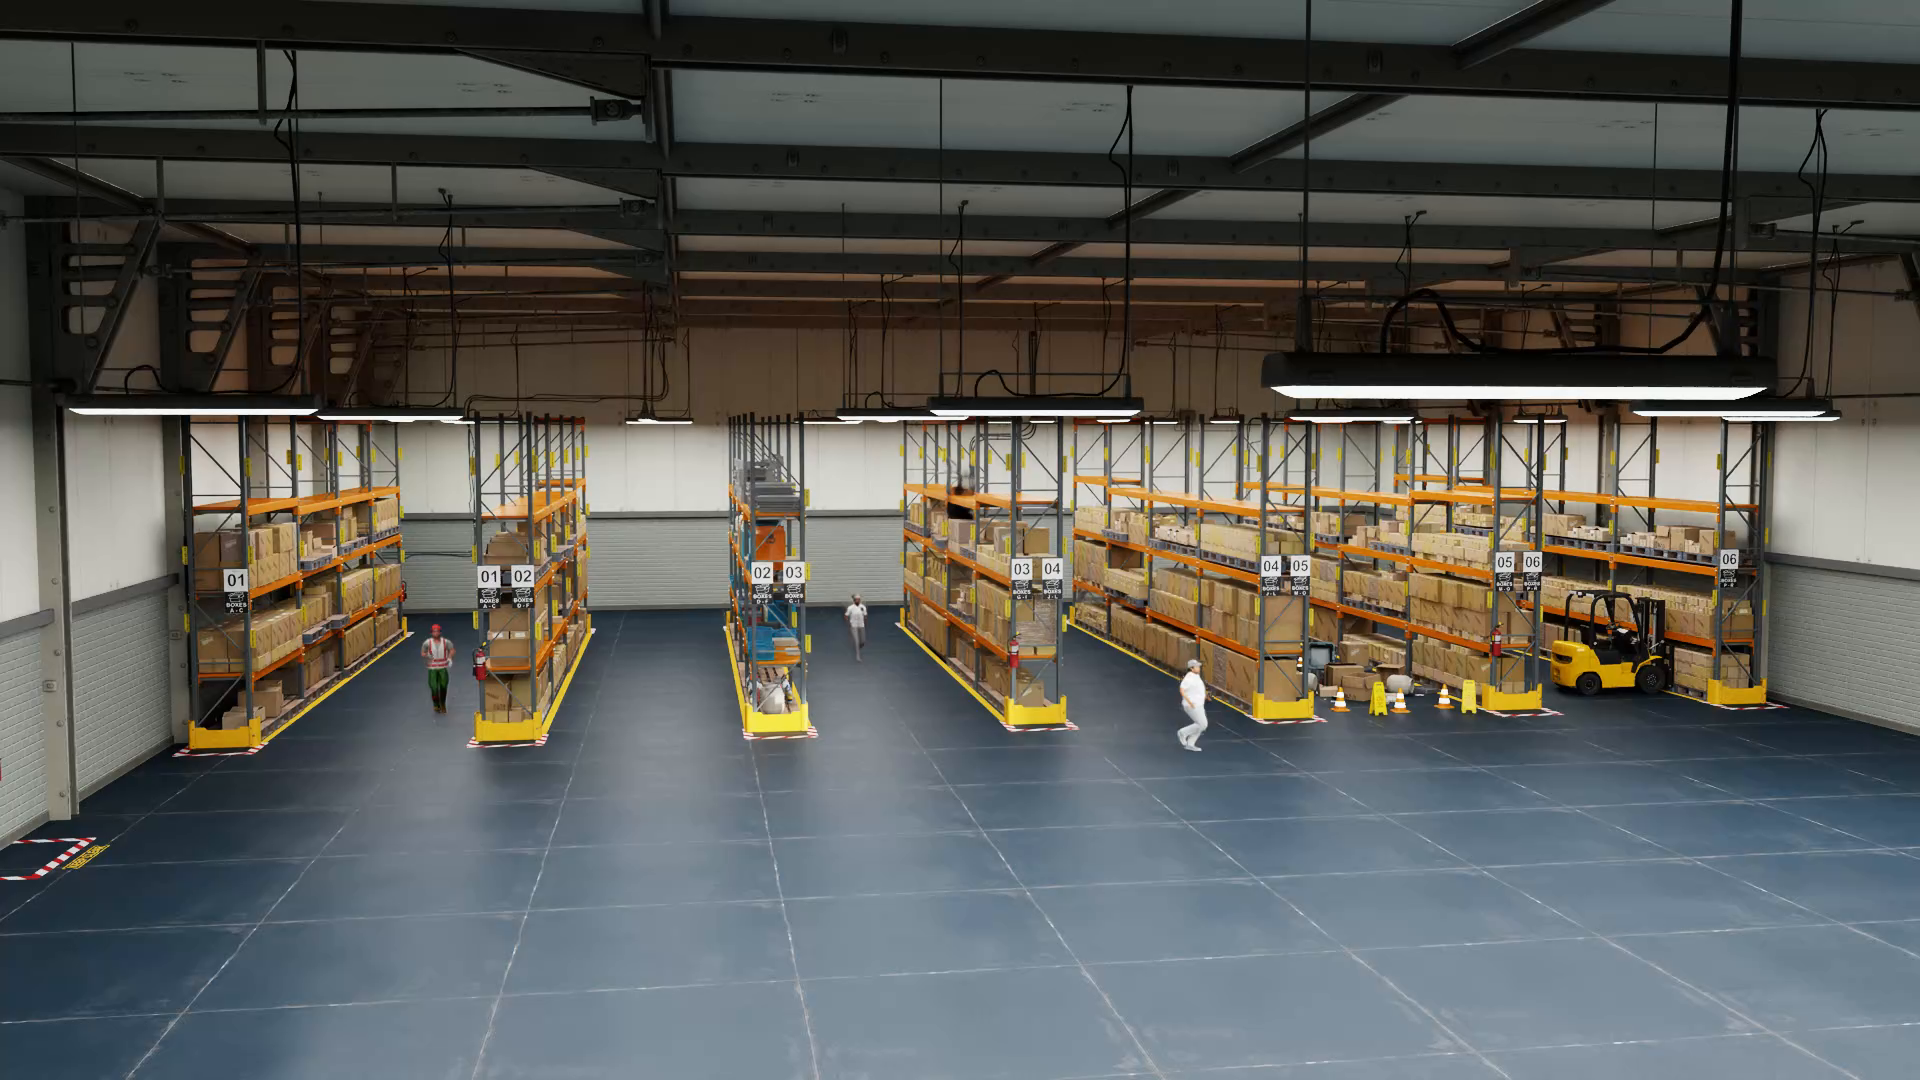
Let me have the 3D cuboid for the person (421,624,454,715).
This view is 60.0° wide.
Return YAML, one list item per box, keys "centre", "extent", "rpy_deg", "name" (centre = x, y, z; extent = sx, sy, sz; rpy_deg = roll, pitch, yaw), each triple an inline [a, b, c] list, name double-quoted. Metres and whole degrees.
- centre: [-10.383, 2.587, 33.067]
  extent: [0.635, 1.809, 0.678]
  rpy_deg: [-1, 4, -17]
  name: "person"

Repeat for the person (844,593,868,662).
- centre: [-2.538, 2.124, 40.747]
  extent: [0.579, 1.654, 0.678]
  rpy_deg: [-1, 4, -17]
  name: "person"

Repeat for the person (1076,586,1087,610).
- centre: [3.726, 1.485, 49.821]
  extent: [0.712, 1.716, 0.752]
  rpy_deg: [0, 4, -1]
  name: "person"

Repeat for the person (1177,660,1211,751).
- centre: [4.140, 2.921, 29.369]
  extent: [0.547, 1.624, 0.607]
  rpy_deg: [2, 4, 21]
  name: "person"
